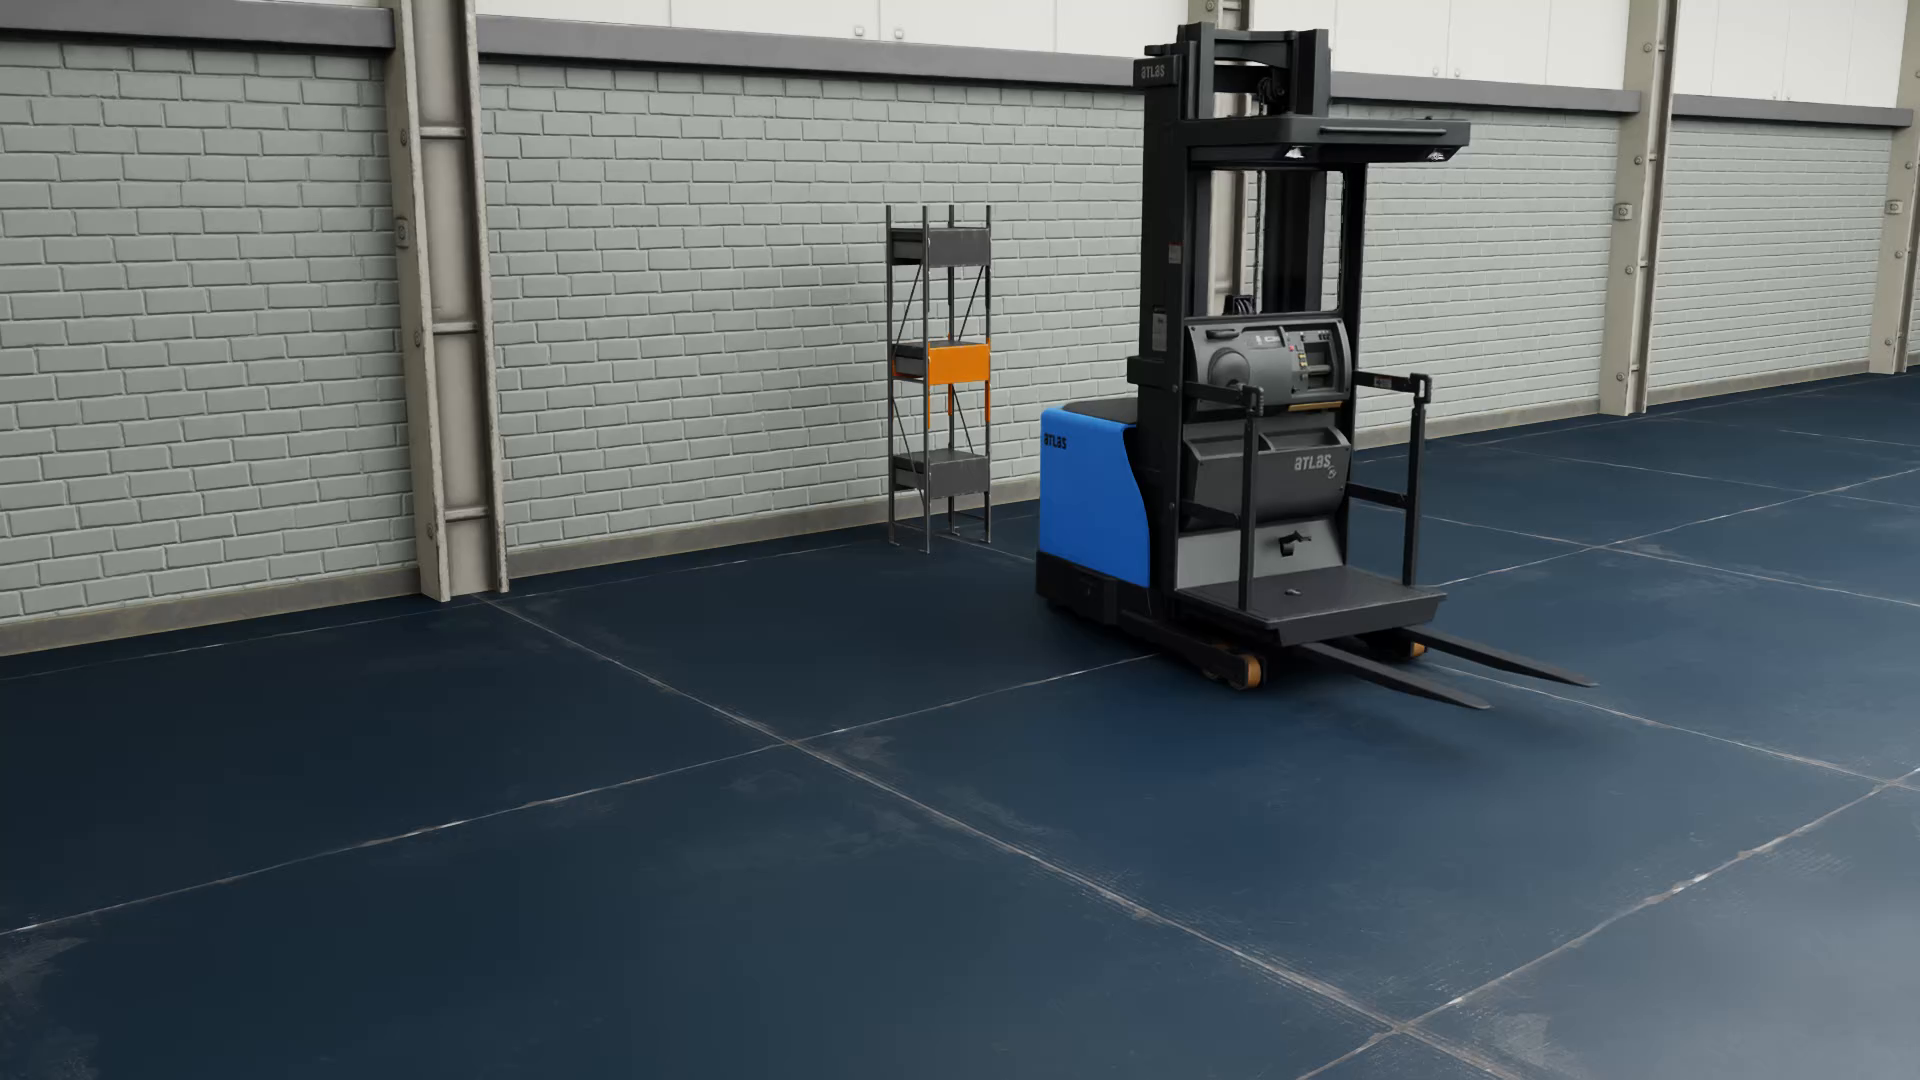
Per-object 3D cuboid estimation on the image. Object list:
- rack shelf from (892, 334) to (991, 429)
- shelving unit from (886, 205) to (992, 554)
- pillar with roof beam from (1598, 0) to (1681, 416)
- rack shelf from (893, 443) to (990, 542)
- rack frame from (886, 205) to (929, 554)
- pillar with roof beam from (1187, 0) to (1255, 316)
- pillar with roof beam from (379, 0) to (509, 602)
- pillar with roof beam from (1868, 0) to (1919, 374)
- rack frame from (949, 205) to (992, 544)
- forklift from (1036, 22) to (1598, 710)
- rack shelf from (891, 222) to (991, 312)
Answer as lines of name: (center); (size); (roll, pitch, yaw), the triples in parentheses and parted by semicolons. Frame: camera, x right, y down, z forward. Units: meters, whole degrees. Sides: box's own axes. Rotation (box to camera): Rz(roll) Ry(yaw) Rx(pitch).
rack shelf: (-0.129, -0.992, 10.312); (0.480, 0.518, 0.431); (-9, 15, -38)
shelving unit: (-0.129, -1.006, 10.310); (0.503, 2.100, 0.431); (-9, 15, -38)
pillar with roof beam: (9.294, -4.974, 12.390); (0.400, 9.000, 9.100); (-9, 15, -38)
rack shelf: (-0.129, -0.308, 10.458); (0.480, 0.518, 0.431); (-9, 15, -38)
rack frame: (-0.320, -0.974, 10.160); (0.015, 2.100, 0.400); (-9, 15, -38)
pillar with roof beam: (4.609, -4.196, 8.724); (0.400, 9.000, 9.100); (-9, 15, -38)
pillar with roof beam: (-0.076, -3.417, 5.057); (0.400, 9.000, 9.100); (-9, 15, -38)
pillar with roof beam: (13.979, -5.753, 16.057); (0.400, 9.000, 9.100); (-9, 15, -38)
rack frame: (0.061, -1.037, 10.459); (0.015, 2.100, 0.400); (-9, 15, -38)
forklift: (1.571, -0.867, 7.657); (1.130, 2.935, 3.031); (-7, 14, -29)
rack shelf: (-0.129, -1.677, 10.167); (0.480, 0.518, 0.431); (-9, 15, -38)
